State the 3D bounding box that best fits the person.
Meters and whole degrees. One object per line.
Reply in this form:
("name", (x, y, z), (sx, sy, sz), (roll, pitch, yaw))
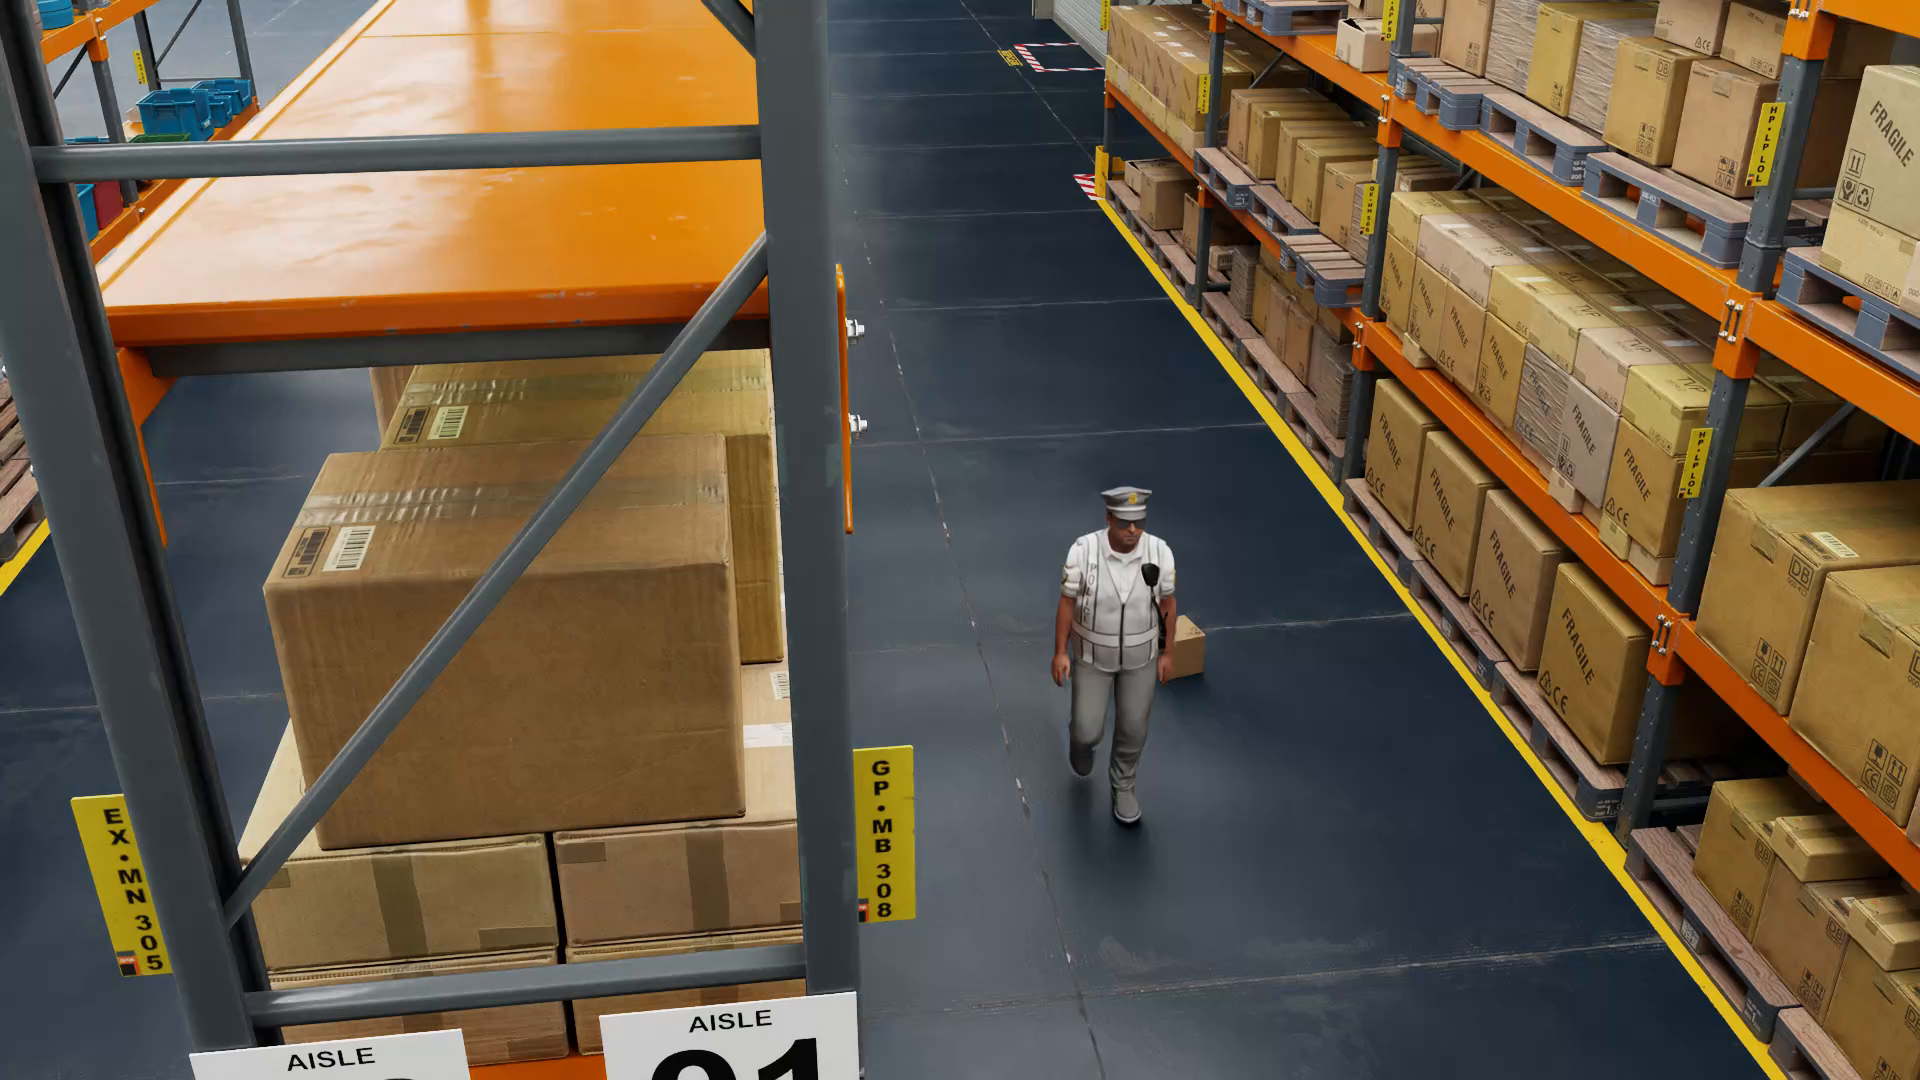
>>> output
("person", (0.736, 0.507, 8.029), (0.597, 1.761, 0.534), (-1, 27, -3))
